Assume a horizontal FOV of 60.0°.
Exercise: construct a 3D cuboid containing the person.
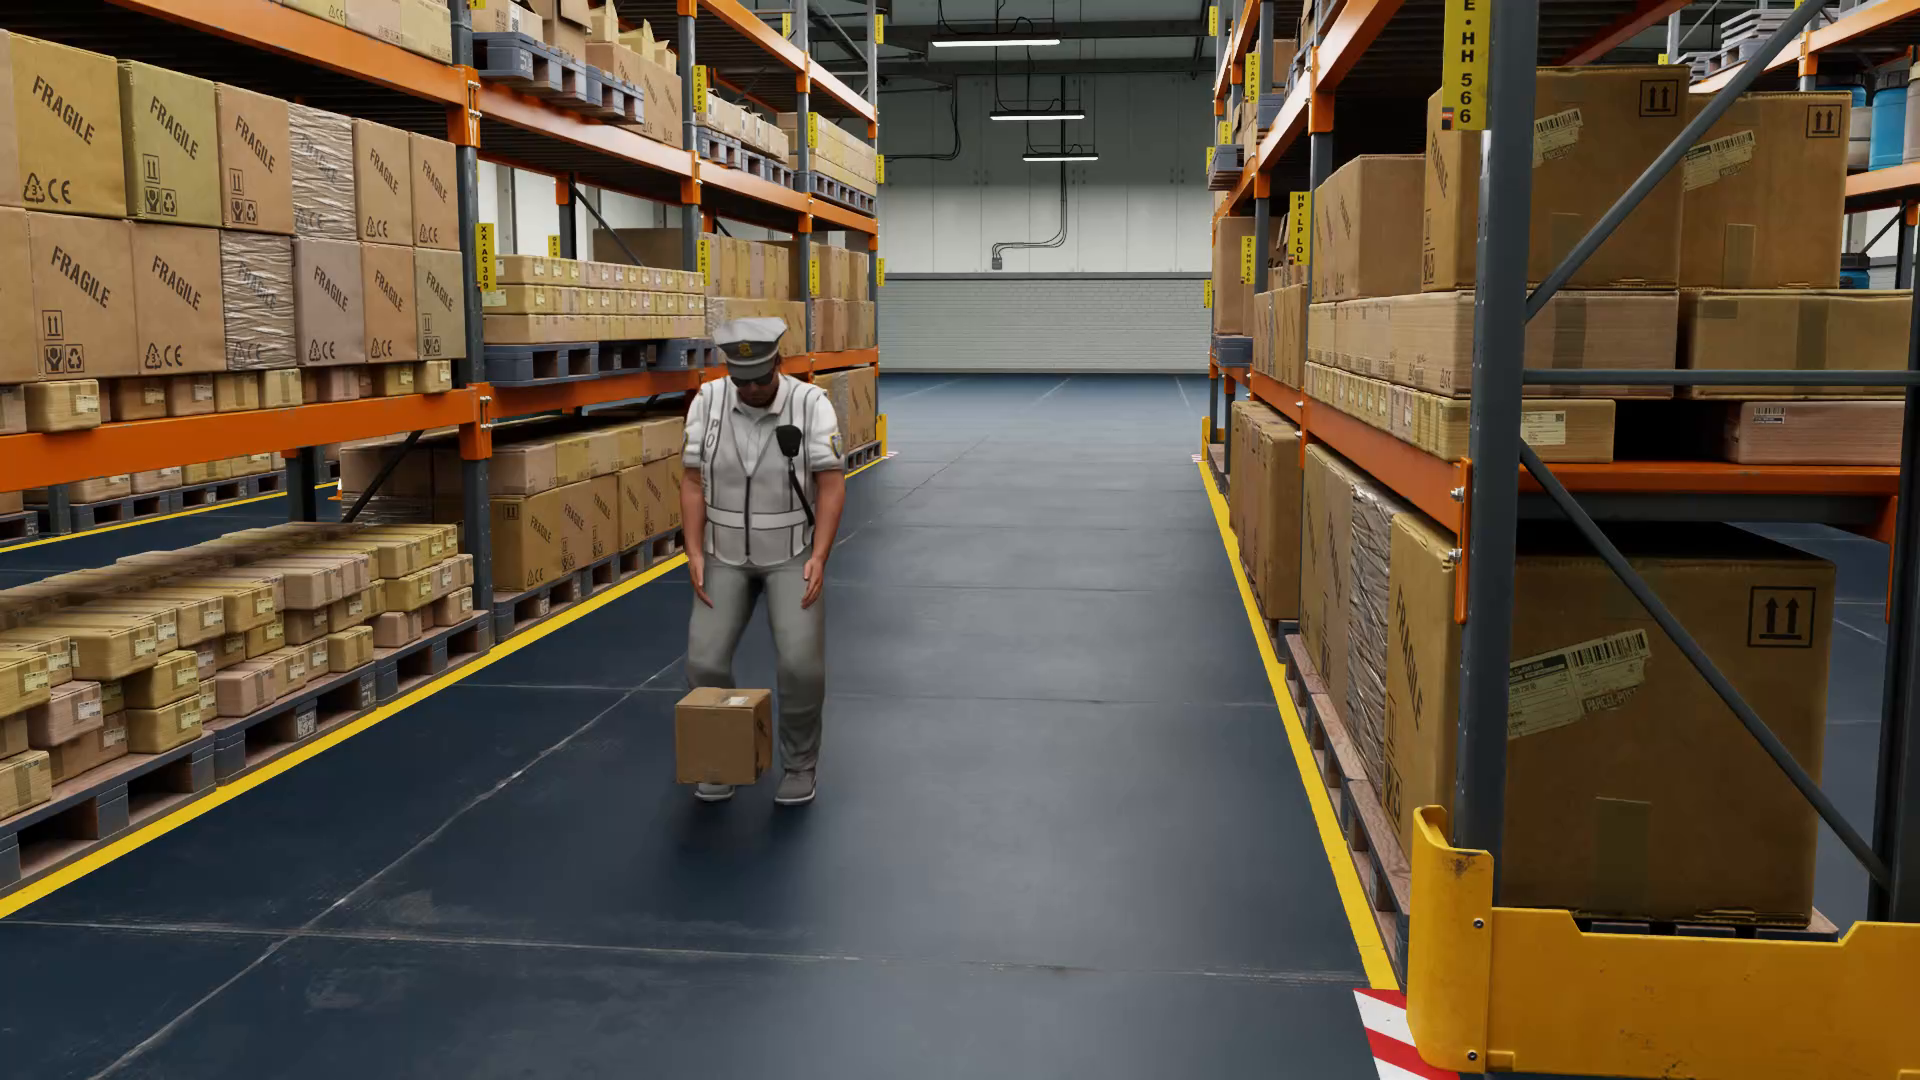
[{"bbox_3d":[-0.667,0.070,5.679,0.571,1.650,0.585,1,8,7],"label":"person"}]
